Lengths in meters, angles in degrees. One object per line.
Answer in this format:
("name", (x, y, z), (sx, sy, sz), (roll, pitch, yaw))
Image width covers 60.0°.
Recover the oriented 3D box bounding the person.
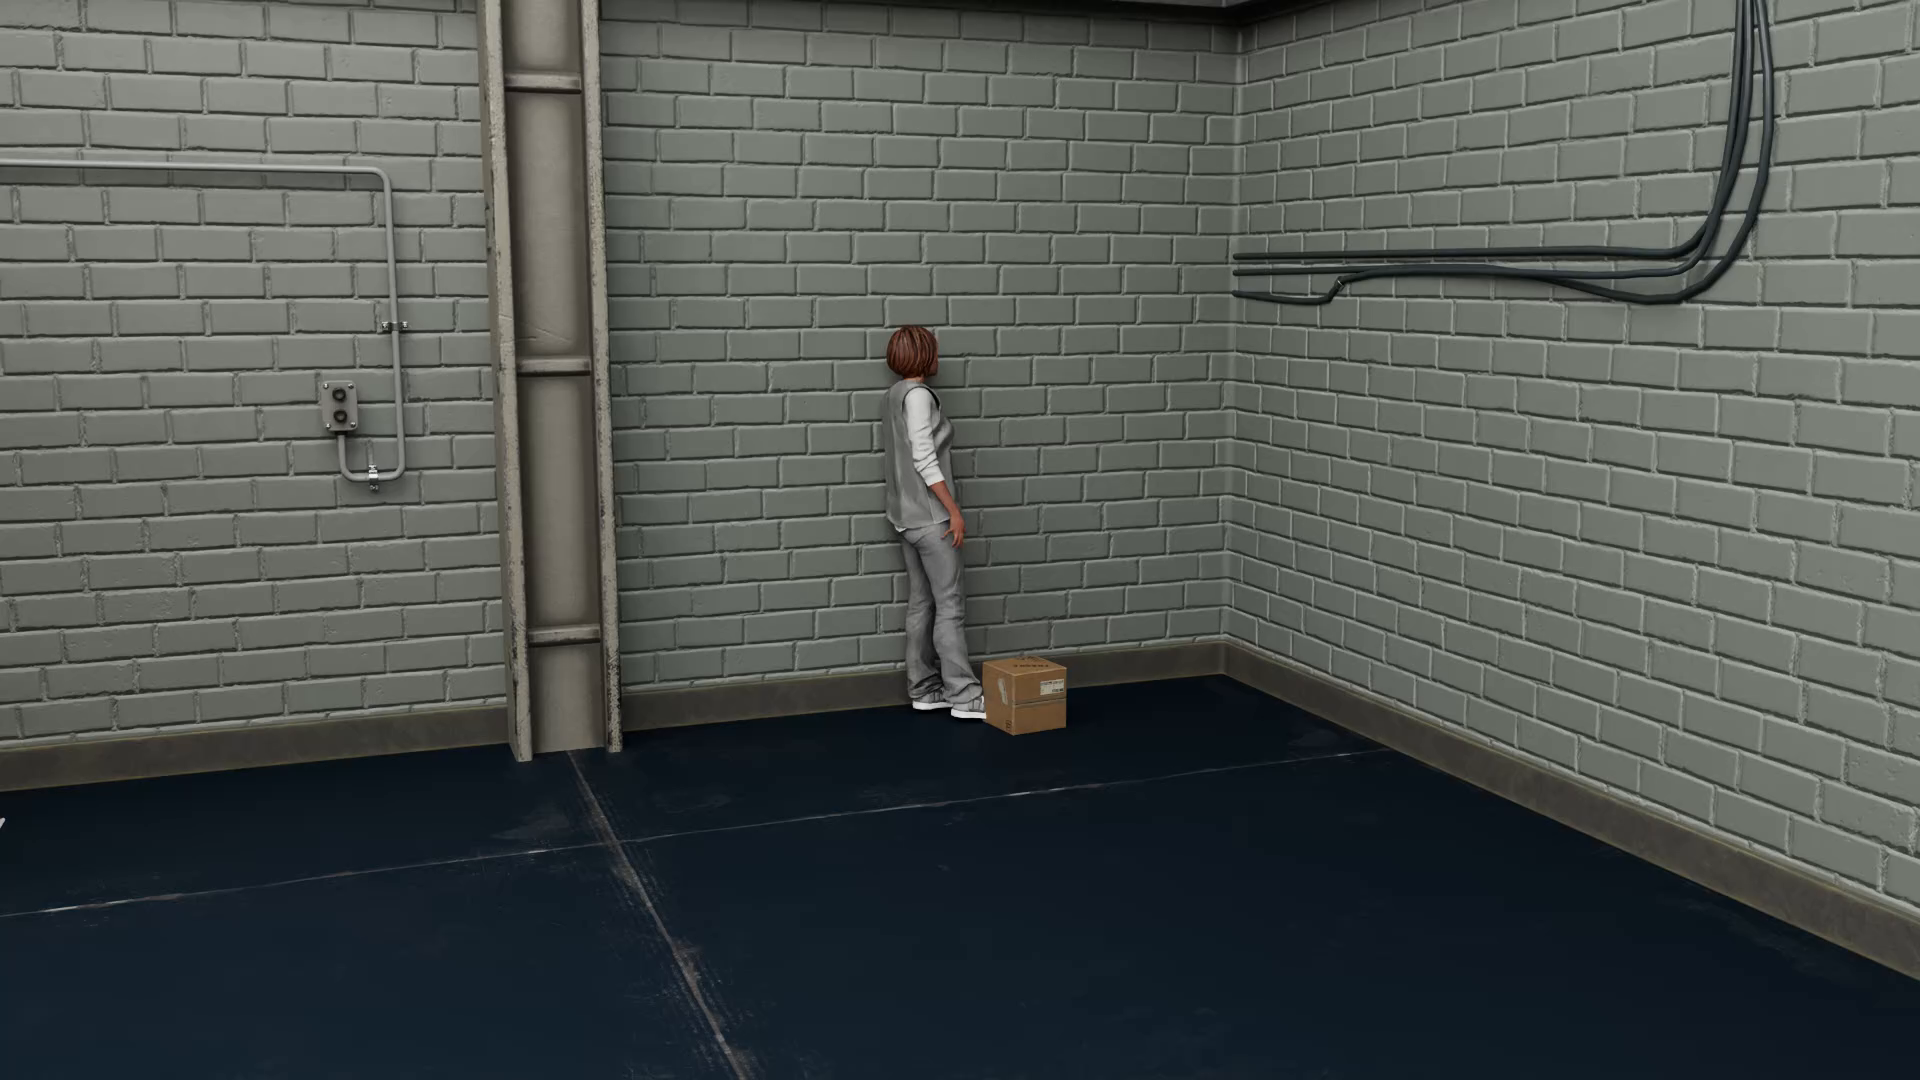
("person", (-0.069, -0.080, 6.835), (0.475, 1.597, 0.520), (-3, 10, -21))
